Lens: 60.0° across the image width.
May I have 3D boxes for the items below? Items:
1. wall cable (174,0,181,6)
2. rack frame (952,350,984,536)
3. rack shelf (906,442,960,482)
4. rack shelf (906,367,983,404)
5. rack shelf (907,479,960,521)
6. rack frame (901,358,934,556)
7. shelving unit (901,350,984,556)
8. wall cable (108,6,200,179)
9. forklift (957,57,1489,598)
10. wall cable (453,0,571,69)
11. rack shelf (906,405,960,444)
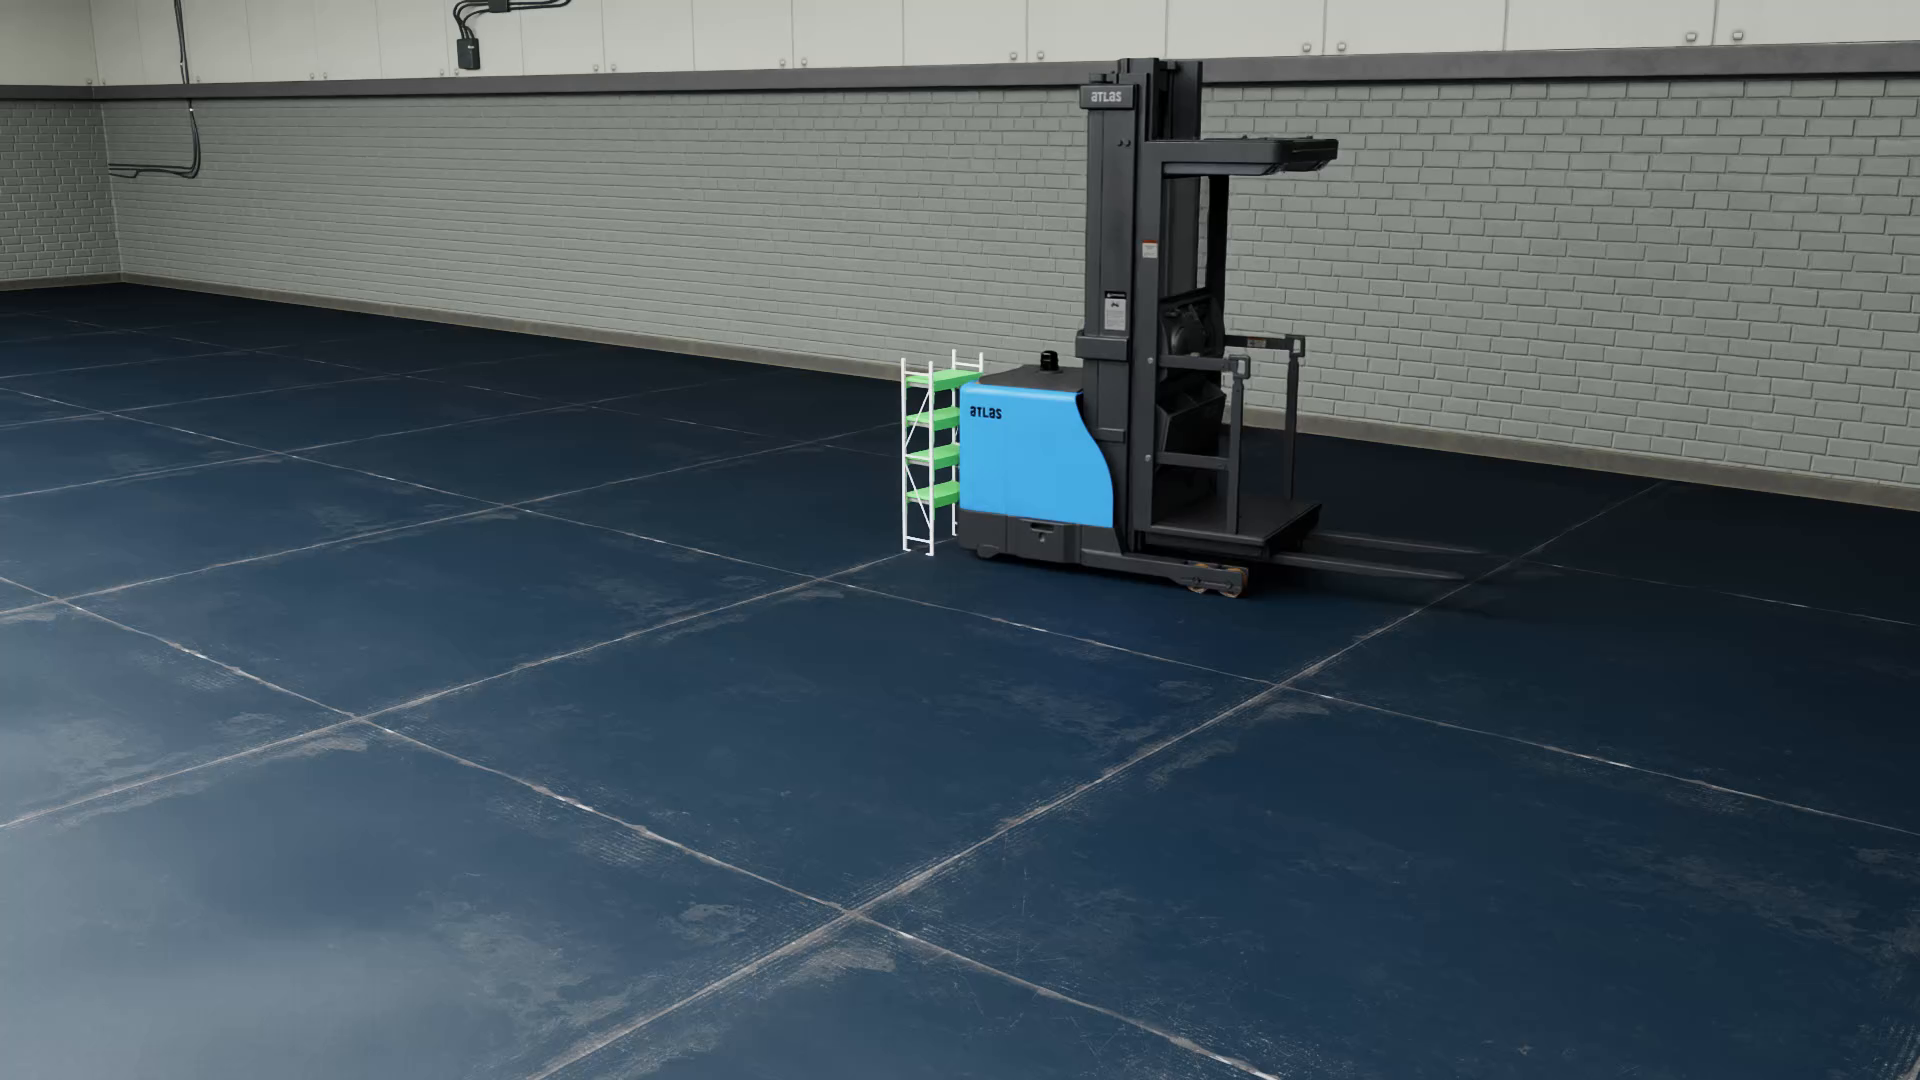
[{"bbox_3d":[-10.530,-8.892,23.396,3.097,2.526,0.112,11,18,38],"label":"wall cable"},{"bbox_3d":[0.049,-0.597,10.534,0.240,1.200,0.015,11,18,38],"label":"rack frame"},{"bbox_3d":[-0.104,-0.488,10.366,0.258,0.148,0.480,11,18,38],"label":"rack shelf"},{"bbox_3d":[-0.104,-0.953,10.248,0.258,0.148,0.480,11,18,38],"label":"rack shelf"},{"bbox_3d":[-0.104,-0.255,10.425,0.258,0.148,0.480,11,18,38],"label":"rack shelf"},{"bbox_3d":[-0.257,-0.503,10.166,0.240,1.200,0.015,11,18,38],"label":"rack frame"},{"bbox_3d":[-0.104,-0.550,10.350,0.258,1.200,0.503,11,18,38],"label":"shelving unit"},{"bbox_3d":[-12.634,-6.862,25.666,3.097,2.526,0.112,11,18,38],"label":"wall cable"},{"bbox_3d":[1.526,-1.246,9.575,3.031,2.935,1.130,8,16,28],"label":"forklift"},{"bbox_3d":[-5.260,-8.543,19.070,2.305,6.003,0.169,11,18,38],"label":"wall cable"},{"bbox_3d":[-0.104,-0.721,10.307,0.258,0.148,0.480,11,18,38],"label":"rack shelf"}]
